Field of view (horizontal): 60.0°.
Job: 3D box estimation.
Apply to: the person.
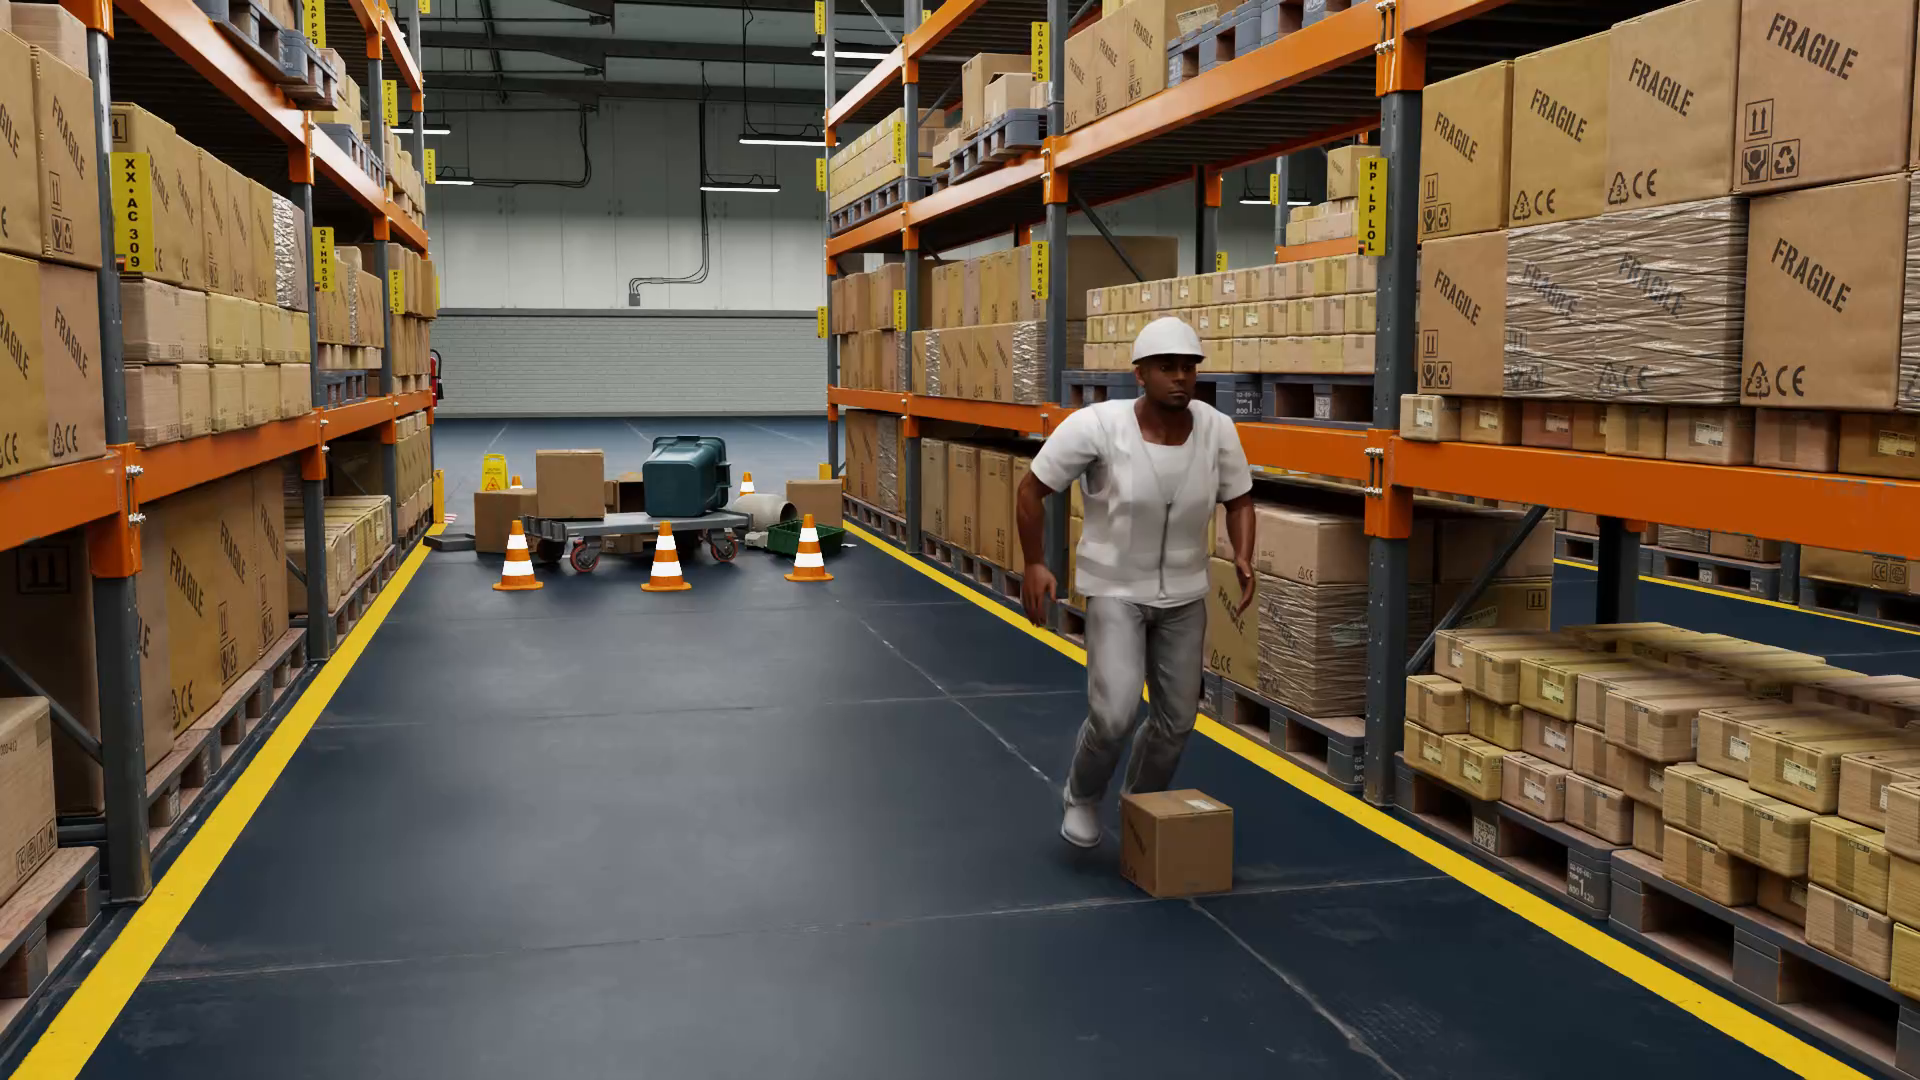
[{"bbox_3d":[0.554,0.167,5.132,0.726,1.687,0.670,-2,6,-18],"label":"person"}]
